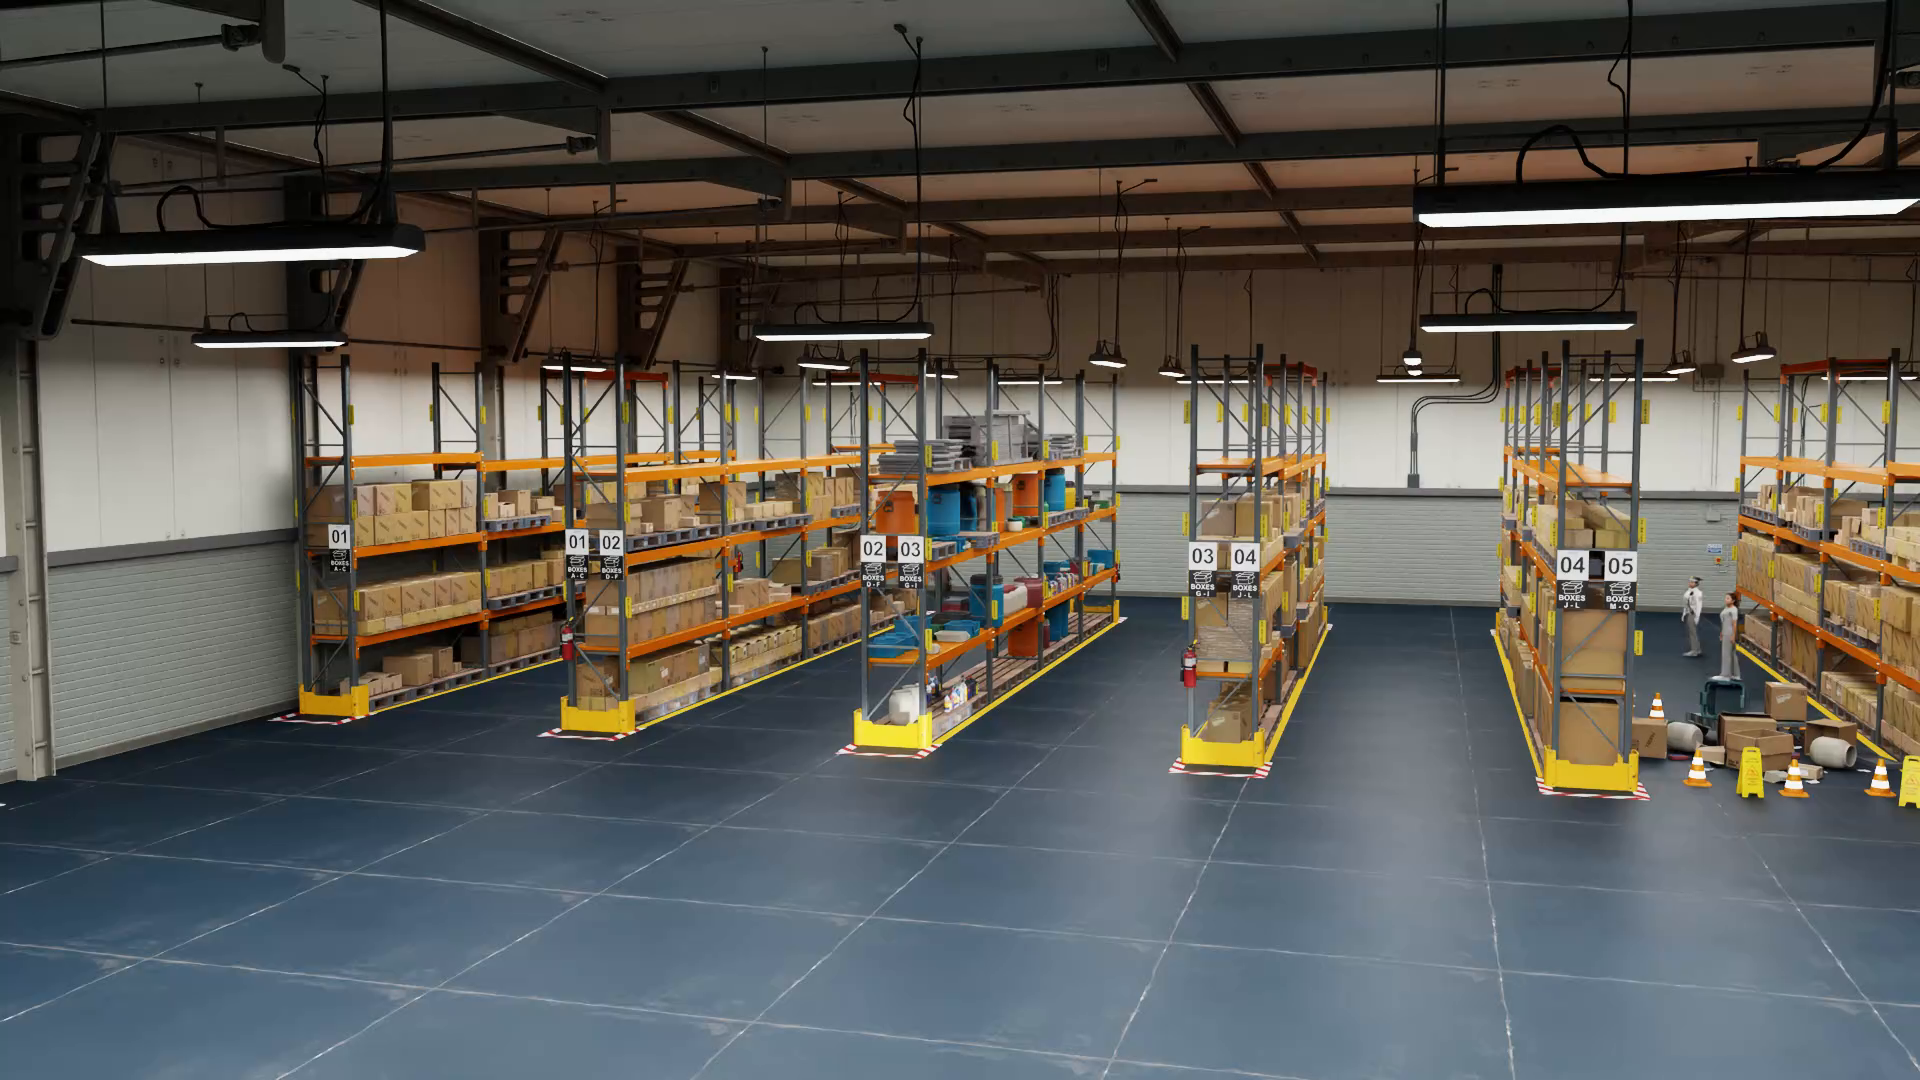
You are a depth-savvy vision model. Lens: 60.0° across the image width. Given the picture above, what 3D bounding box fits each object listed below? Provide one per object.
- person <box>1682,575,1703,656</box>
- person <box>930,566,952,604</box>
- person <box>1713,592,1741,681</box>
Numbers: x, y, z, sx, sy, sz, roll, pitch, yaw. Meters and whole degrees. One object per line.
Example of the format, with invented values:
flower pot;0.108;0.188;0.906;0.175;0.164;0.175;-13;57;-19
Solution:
person;15.236;1.567;34.575;0.394;1.680;0.511;1;5;18
person;-0.496;0.901;42.844;0.530;1.744;0.616;2;5;19
person;14.535;1.818;31.439;0.453;1.671;0.467;3;5;31
